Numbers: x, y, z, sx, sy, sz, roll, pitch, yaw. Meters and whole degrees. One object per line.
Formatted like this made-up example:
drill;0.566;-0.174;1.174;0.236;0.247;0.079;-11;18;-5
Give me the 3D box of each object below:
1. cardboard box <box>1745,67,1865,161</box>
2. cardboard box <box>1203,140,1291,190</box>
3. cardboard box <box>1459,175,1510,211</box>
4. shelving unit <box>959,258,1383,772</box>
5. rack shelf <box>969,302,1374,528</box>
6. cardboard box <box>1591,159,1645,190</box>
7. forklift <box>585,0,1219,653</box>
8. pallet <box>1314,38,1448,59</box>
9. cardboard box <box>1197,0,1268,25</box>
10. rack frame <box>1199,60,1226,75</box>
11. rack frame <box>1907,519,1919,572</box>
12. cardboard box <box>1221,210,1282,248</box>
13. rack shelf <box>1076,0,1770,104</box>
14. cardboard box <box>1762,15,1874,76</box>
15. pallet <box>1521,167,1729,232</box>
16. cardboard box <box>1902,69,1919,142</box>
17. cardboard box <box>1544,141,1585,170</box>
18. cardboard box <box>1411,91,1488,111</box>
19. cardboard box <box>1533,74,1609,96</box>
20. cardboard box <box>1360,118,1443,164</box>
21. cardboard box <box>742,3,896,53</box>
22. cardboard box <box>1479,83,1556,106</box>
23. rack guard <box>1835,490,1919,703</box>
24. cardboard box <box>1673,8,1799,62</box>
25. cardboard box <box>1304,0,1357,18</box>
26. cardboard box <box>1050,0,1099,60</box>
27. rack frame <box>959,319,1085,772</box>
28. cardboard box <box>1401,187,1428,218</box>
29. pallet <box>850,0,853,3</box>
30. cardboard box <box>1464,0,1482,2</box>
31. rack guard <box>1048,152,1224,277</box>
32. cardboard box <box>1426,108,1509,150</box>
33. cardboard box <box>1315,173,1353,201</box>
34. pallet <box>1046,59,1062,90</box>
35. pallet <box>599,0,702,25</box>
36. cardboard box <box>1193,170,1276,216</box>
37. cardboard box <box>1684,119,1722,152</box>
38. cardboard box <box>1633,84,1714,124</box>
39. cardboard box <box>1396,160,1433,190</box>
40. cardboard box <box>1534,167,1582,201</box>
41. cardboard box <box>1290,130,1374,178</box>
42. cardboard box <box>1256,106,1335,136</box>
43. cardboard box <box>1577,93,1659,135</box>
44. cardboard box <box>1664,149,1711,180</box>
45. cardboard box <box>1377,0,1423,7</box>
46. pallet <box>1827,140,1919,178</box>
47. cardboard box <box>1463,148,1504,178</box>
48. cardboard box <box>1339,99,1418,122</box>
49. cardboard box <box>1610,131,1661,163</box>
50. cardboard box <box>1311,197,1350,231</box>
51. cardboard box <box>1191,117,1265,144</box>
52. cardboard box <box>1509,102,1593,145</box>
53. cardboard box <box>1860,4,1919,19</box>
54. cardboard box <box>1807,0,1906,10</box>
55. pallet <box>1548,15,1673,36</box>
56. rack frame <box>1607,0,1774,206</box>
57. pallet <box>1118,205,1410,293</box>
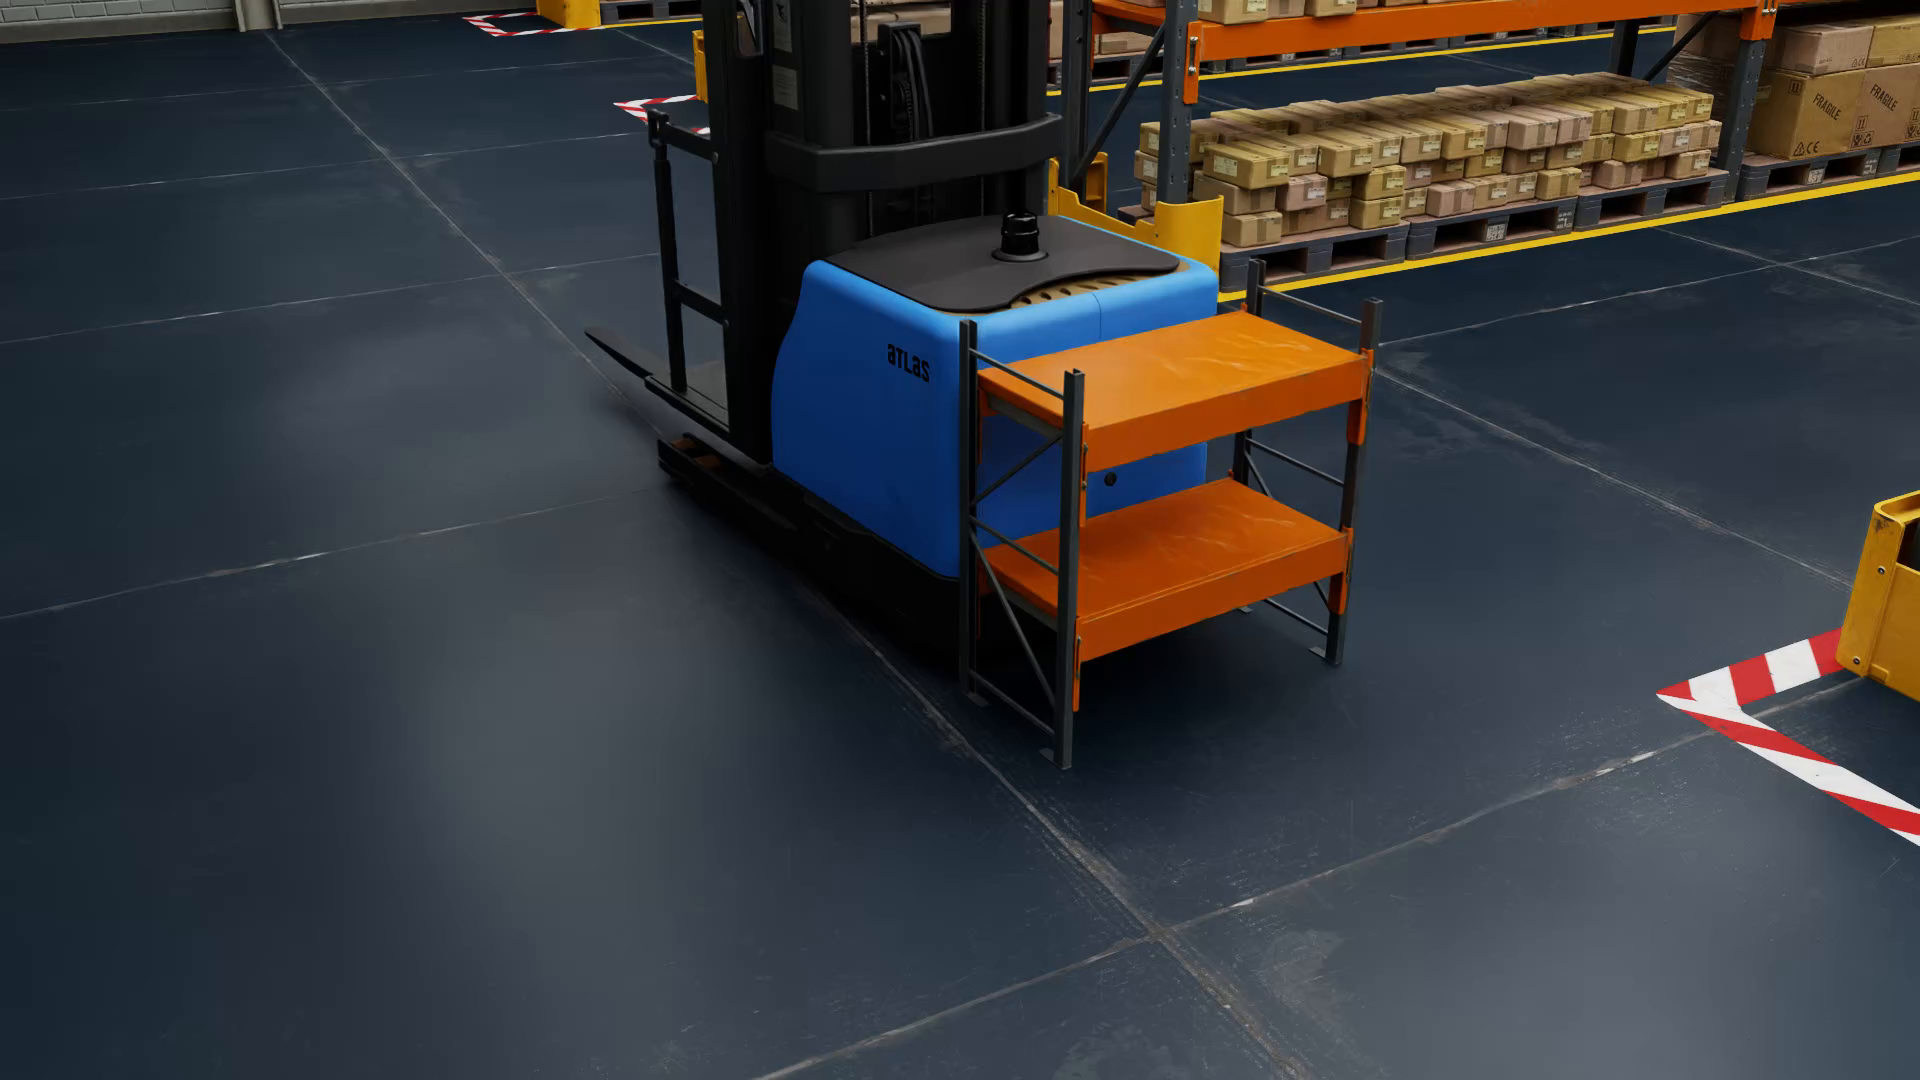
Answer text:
cardboard box;5.115;-2.654;10.214;0.500;0.500;0.500;-12;28;-23
cardboard box;1.431;-1.876;8.314;0.250;0.149;0.380;-14;29;-27
cardboard box;2.780;-1.936;9.125;0.250;0.149;0.380;-13;29;-25
shelving unit;0.571;-0.102;4.664;1.048;1.125;0.538;-16;30;-30
rack shelf;0.571;-0.366;4.537;1.000;0.278;0.538;-16;30;-30
cardboard box;3.681;-2.137;9.543;0.250;0.149;0.380;-14;29;-27
forklift;-0.464;-1.571;5.637;1.130;2.935;3.031;-17;30;-31
pallet;3.643;-4.591;15.068;1.213;0.211;1.003;-13;29;-25
cardboard box;1.249;-2.555;7.896;0.250;0.149;0.380;-13;29;-26
rack frame;1.920;-5.412;13.556;0.127;3.000;1.000;-13;29;-25
rack frame;3.053;-0.812;3.976;0.127;3.000;1.000;-13;29;-25
cardboard box;1.422;-1.616;8.458;0.250;0.149;0.380;-12;28;-24
rack shelf;2.573;-2.810;8.969;4.000;0.370;1.077;-13;29;-25
cardboard box;5.114;-2.992;10.052;0.500;0.250;0.500;-14;29;-27
pallet;3.762;-2.134;9.952;1.213;0.211;1.003;-13;29;-25
cardboard box;6.037;-2.874;10.673;0.500;0.500;0.500;-12;28;-24
cardboard box;3.266;-2.200;9.332;0.250;0.149;0.380;-12;28;-24
cardboard box;2.782;-2.450;9.508;0.250;0.149;0.380;-14;29;-27
cardboard box;3.666;-2.690;10.008;0.250;0.149;0.380;-12;28;-23
cardboard box;2.329;-2.116;8.813;0.250;0.149;0.380;-12;28;-23
cardboard box;-1.075;-3.804;12.682;0.875;0.438;0.875;-14;29;-27
cardboard box;3.246;-2.558;9.732;0.250;0.149;0.380;-14;29;-26
rack guard;3.032;0.319;4.507;0.348;0.500;1.175;-13;29;-25
cardboard box;4.876;-3.191;10.466;0.500;0.250;0.500;-14;29;-26
cardboard box;1.716;-2.657;8.108;0.250;0.149;0.380;-14;29;-27
cardboard box;0.525;-4.177;13.458;0.875;0.438;0.875;-14;29;-27
rack frame;0.149;0.020;4.409;0.032;1.125;0.500;-16;30;-30
cardboard box;2.287;-1.852;8.951;0.250;0.149;0.380;-13;29;-25
pallet;-1.026;-5.910;17.816;1.213;0.211;1.003;-13;29;-25
cardboard box;2.601;-2.892;8.598;0.250;0.149;0.380;-12;28;-23
rack guard;0.876;-1.616;8.538;0.348;0.500;1.175;-13;29;-25
cardboard box;2.760;-2.240;9.071;0.250;0.149;0.380;-13;29;-25
cardboard box;1.834;-1.892;8.690;0.250;0.149;0.380;-13;28;-24
pallet;0.134;-3.779;13.378;1.213;0.211;1.003;-13;29;-25
pallet;-3.179;-5.413;16.781;1.213;0.211;1.003;-13;29;-25
cardboard box;1.392;-1.774;8.444;0.250;0.149;0.380;-12;28;-23
cardboard box;4.210;-2.395;9.737;0.250;0.149;0.380;-12;28;-24
cardboard box;4.147;-2.542;9.701;0.250;0.149;0.380;-12;28;-24
cardboard box;2.301;-1.993;8.900;0.250;0.149;0.380;-14;29;-28
cardboard box;3.239;-2.025;9.311;0.250;0.149;0.380;-13;29;-25
cardboard box;1.900;-1.981;8.532;0.250;0.149;0.380;-13;29;-25
cardboard box;1.832;-2.263;9.119;0.250;0.149;0.380;-14;29;-27
cardboard box;3.724;-2.422;9.450;0.250;0.149;0.380;-13;29;-26
cardboard box;4.152;-2.236;9.750;0.250;0.149;0.380;-13;28;-24
cardboard box;2.131;-2.808;8.423;0.250;0.149;0.380;-13;29;-26
pallet;6.102;-2.694;11.117;1.213;0.211;1.003;-13;29;-25
cardboard box;2.764;-2.115;9.155;0.250;0.149;0.380;-12;28;-23
cardboard box;2.328;-2.350;9.301;0.250;0.149;0.380;-14;29;-27
cardboard box;3.749;-2.273;9.484;0.250;0.149;0.380;-14;29;-27
cardboard box;1.830;-1.754;8.745;0.250;0.149;0.380;-13;28;-25
cardboard box;1.405;-2.133;8.849;0.250;0.149;0.380;-12;28;-24
cardboard box;3.262;-2.308;9.213;0.250;0.149;0.380;-15;29;-28
cardboard box;6.035;-3.204;10.493;0.500;0.250;0.500;-12;28;-23
cardboard box;5.796;-3.403;10.909;0.500;0.250;0.500;-14;29;-27
pallet;6.139;-5.128;16.187;1.213;0.211;1.003;-13;29;-25
rack frame;4.338;-3.542;9.661;0.127;3.000;1.000;-13;29;-25
pallet;1.609;-1.638;8.917;1.213;0.211;1.003;-13;29;-25
